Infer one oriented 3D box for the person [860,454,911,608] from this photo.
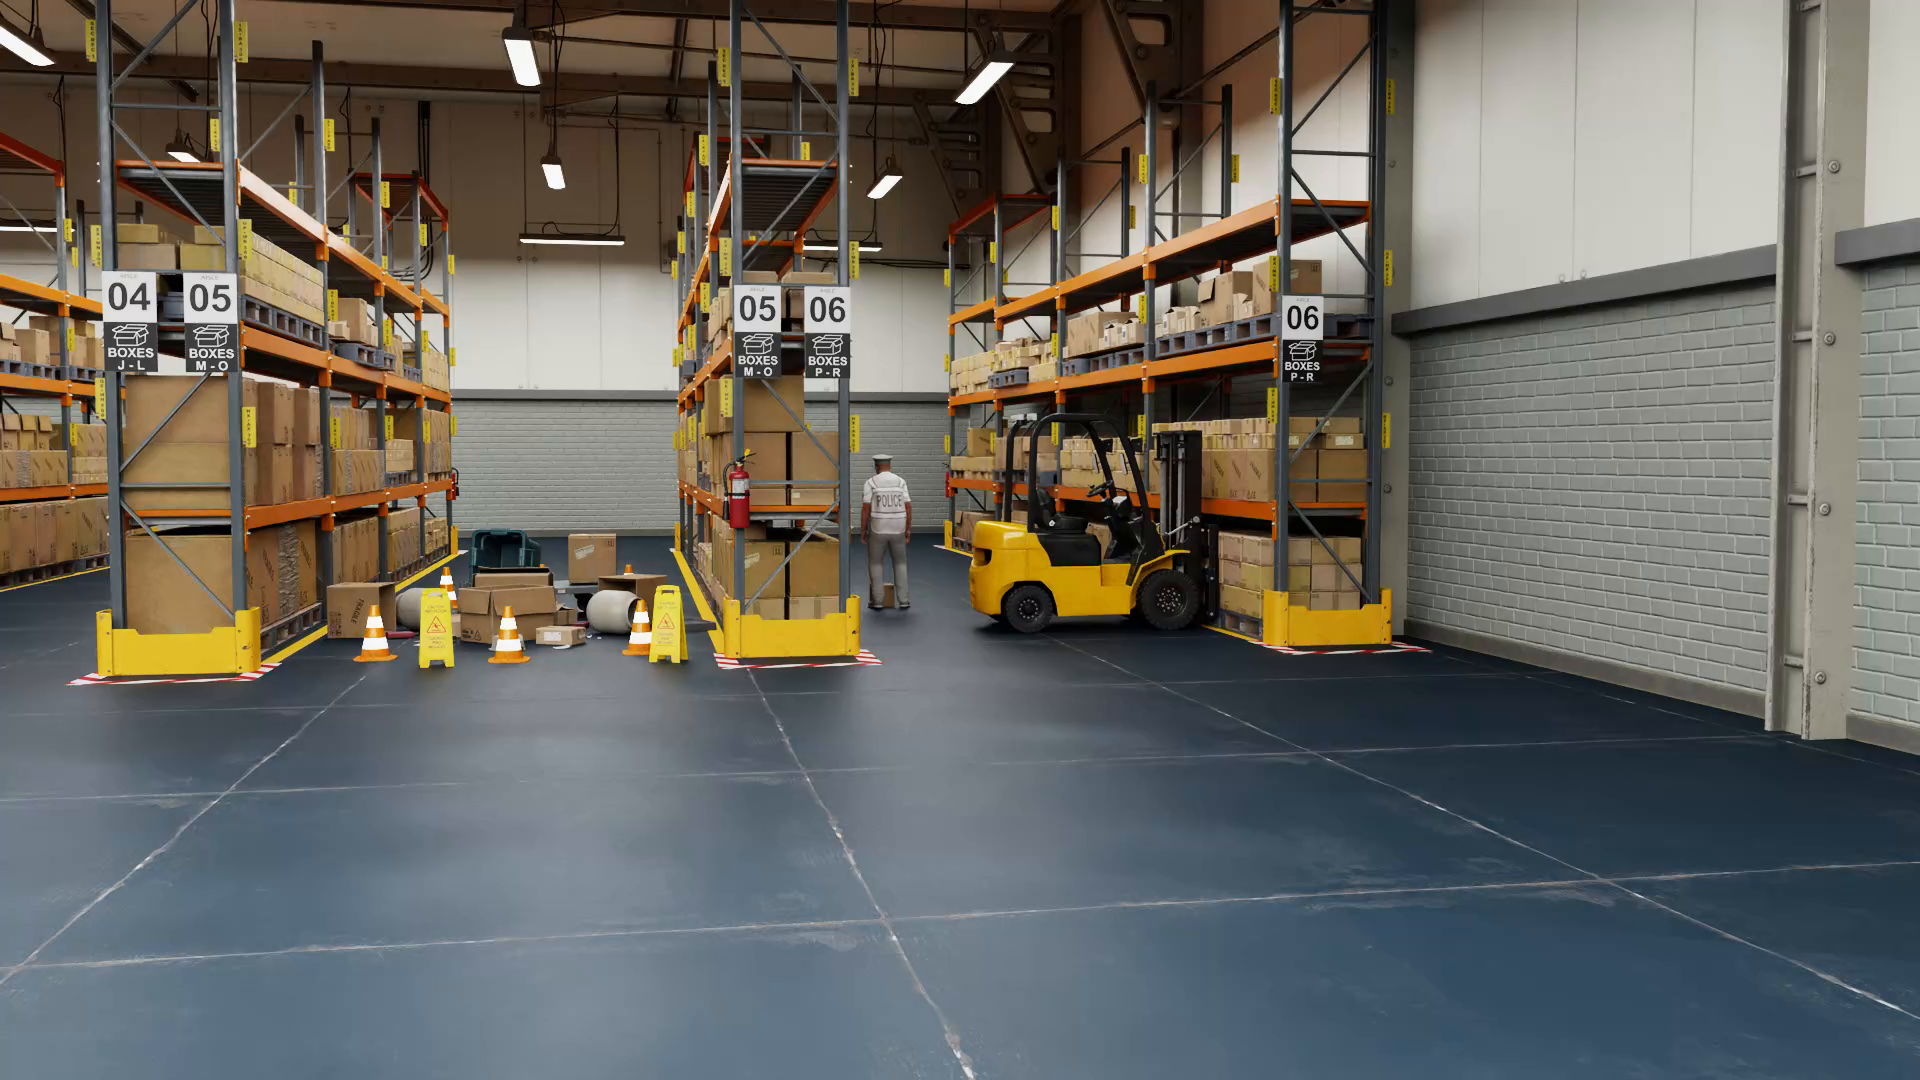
[{"bbox_3d":[-0.832,-0.099,18.915,0.608,1.748,0.433,-1,3,-16],"label":"person"}]
